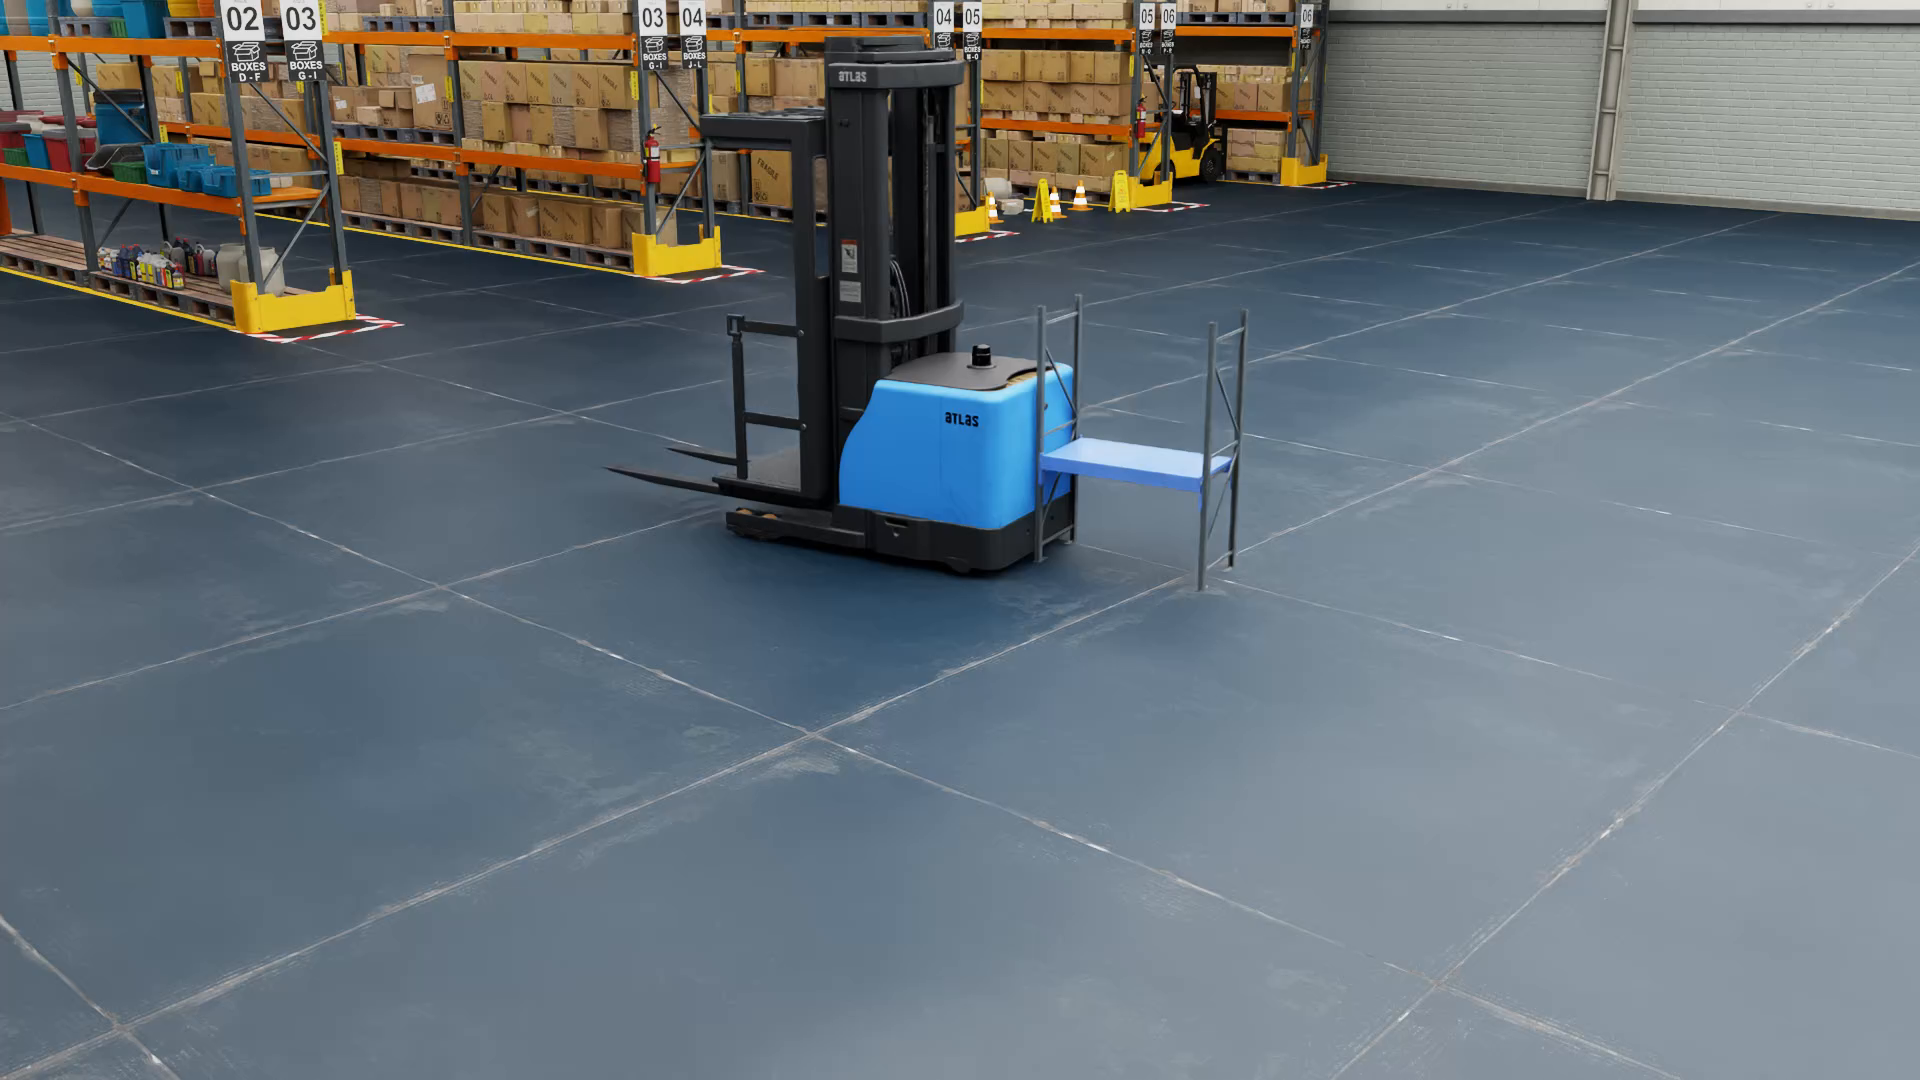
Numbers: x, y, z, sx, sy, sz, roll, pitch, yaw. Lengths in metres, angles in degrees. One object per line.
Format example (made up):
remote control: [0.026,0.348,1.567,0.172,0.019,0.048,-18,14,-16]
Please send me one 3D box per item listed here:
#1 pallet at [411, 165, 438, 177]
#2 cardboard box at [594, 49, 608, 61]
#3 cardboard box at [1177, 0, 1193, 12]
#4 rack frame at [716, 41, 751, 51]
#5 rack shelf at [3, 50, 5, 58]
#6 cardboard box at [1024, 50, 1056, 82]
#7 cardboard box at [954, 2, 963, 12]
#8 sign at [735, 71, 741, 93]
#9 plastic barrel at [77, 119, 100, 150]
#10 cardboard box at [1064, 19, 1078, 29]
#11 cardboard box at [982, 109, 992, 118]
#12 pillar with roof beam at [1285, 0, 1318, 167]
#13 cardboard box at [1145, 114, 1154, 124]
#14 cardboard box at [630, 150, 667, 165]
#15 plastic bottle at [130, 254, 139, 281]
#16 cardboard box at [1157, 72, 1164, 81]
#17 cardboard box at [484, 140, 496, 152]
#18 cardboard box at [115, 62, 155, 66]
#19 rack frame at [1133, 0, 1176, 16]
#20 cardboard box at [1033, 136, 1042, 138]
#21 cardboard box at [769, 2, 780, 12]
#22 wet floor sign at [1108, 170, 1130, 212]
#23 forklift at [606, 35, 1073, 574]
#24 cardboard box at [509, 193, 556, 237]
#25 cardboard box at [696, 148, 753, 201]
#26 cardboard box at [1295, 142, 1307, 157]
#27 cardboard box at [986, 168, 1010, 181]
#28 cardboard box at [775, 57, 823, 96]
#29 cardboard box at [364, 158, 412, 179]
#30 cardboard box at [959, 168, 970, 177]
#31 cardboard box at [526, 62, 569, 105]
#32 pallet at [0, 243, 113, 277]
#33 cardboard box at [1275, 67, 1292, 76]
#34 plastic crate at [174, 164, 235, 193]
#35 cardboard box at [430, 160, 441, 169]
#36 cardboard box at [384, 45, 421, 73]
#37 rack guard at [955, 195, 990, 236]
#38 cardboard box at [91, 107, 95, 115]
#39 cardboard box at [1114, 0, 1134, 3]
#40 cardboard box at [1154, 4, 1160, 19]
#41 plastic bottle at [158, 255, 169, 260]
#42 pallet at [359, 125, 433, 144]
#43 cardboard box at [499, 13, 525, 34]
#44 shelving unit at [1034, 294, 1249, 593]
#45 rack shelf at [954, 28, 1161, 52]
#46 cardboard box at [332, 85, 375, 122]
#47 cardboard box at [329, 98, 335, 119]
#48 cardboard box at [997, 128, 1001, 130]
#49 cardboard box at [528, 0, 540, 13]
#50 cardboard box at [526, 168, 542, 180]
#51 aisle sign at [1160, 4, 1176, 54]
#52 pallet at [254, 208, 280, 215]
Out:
pallet: [-10.494,-7.322,32.833,1.213,0.211,1.003,15,23,39]
cardboard box: [-7.508,-10.282,35.733,0.500,0.500,0.500,15,23,39]
cardboard box: [4.343,-10.184,31.645,0.258,0.266,0.396,14,23,38]
rack frame: [-5.541,-11.346,40.904,0.127,3.000,1.000,15,23,39]
rack shelf: [-14.211,-6.742,22.627,4.000,0.370,1.077,15,23,39]
cardboard box: [1.503,-8.043,28.186,0.500,0.500,0.700,15,23,39]
cardboard box: [-0.120,-7.569,23.599,0.250,0.149,0.380,15,23,40]
sign: [-3.421,-7.062,25.622,0.005,0.325,0.100,15,23,39]
plastic barrel: [-10.293,-4.757,19.917,0.433,0.535,0.433,0,18,0]
cardboard box: [1.934,-8.537,27.509,0.250,0.149,0.380,15,23,39]
cardboard box: [0.607,-7.472,29.112,0.250,0.149,0.380,15,23,39]
pillar with roof beam: [3.646,-10.363,27.888,0.400,9.000,9.100,15,23,39]
cardboard box: [3.017,-7.005,27.641,0.250,0.149,0.380,15,23,39]
cardboard box: [-3.794,-4.658,20.247,0.250,0.149,0.380,15,23,39]
plastic bottle: [-9.158,-3.029,18.460,0.133,0.283,0.061,16,24,42]
cardboard box: [4.041,-9.006,32.293,0.250,0.149,0.380,16,23,40]
cardboard box: [-6.091,-5.243,22.088,0.250,0.149,0.380,15,23,39]
cardboard box: [-14.872,-8.370,30.042,0.500,0.500,0.500,15,23,40]
rack frame: [3.134,-9.869,26.333,0.127,3.000,1.000,15,23,39]
cardboard box: [1.145,-6.900,29.507,0.500,0.500,0.500,16,23,40]
cardboard box: [-2.640,-7.979,24.890,0.250,0.149,0.380,15,23,39]
wet floor sign: [2.566,-5.607,26.714,0.267,0.644,0.232,-9,20,-27]
forklift: [-0.841,-1.514,10.036,3.031,2.935,1.130,10,20,29]
cardboard box: [-5.730,-4.377,22.383,0.500,0.500,0.500,-10,20,-28]
cardboard box: [-3.592,-5.905,26.784,0.750,0.750,1.050,15,23,39]
cardboard box: [6.212,-7.403,31.504,0.500,0.250,0.500,16,23,40]
cardboard box: [0.811,-6.418,29.228,0.500,0.250,0.500,17,24,42]
cardboard box: [-2.326,-7.093,25.470,0.550,0.550,0.875,15,23,39]
cardboard box: [-8.503,-5.518,24.704,0.500,0.250,0.500,-15,23,-40]
cardboard box: [0.041,-6.100,28.501,0.500,0.500,0.500,-3,18,-8]
cardboard box: [-5.138,-5.791,21.089,0.500,0.500,0.500,15,23,39]
pallet: [-11.253,-3.515,20.838,1.213,0.211,1.003,15,23,39]
cardboard box: [6.018,-8.656,30.700,0.250,0.149,0.380,15,23,39]
plastic crate: [-7.786,-3.741,17.186,0.408,0.251,0.499,15,23,39]
cardboard box: [-9.950,-7.232,31.958,0.250,0.149,0.380,14,22,37]
cardboard box: [-10.744,-9.287,32.106,0.500,0.500,0.500,14,22,38]
rack guard: [-0.058,-4.673,24.011,0.348,0.500,1.175,15,23,39]
cardboard box: [-15.364,-7.715,29.877,0.250,0.149,0.380,15,23,40]
cardboard box: [2.685,-8.701,26.708,0.250,0.149,0.380,15,23,40]
cardboard box: [2.935,-8.671,27.273,0.500,0.250,0.500,15,23,38]
plastic bottle: [-8.856,-3.021,18.448,0.135,0.276,0.152,15,23,39]
pallet: [-7.920,-5.894,24.043,1.213,0.211,1.003,15,23,39]
cardboard box: [-5.505,-6.574,21.155,0.500,0.250,0.500,14,22,37]
shelving unit: [1.011,-0.568,9.421,1.048,1.500,0.538,10,20,29]
rack shelf: [1.638,-8.498,28.161,4.000,0.370,1.077,15,23,39]
cardboard box: [-8.997,-6.522,24.845,0.500,0.500,0.500,12,21,33]
cardboard box: [-9.610,-6.581,25.724,0.500,0.500,0.500,16,24,41]
cardboard box: [0.900,-8.680,35.734,0.625,0.625,0.875,16,24,41]
cardboard box: [-5.181,-6.687,20.853,0.250,0.149,0.380,16,23,41]
cardboard box: [-7.517,-6.765,29.908,0.500,0.500,0.500,14,22,37]
aisle sign: [3.386,-8.307,27.029,0.004,0.787,0.394,15,23,39]
pallet: [-10.875,-5.465,26.983,1.213,0.211,1.003,15,23,39]
